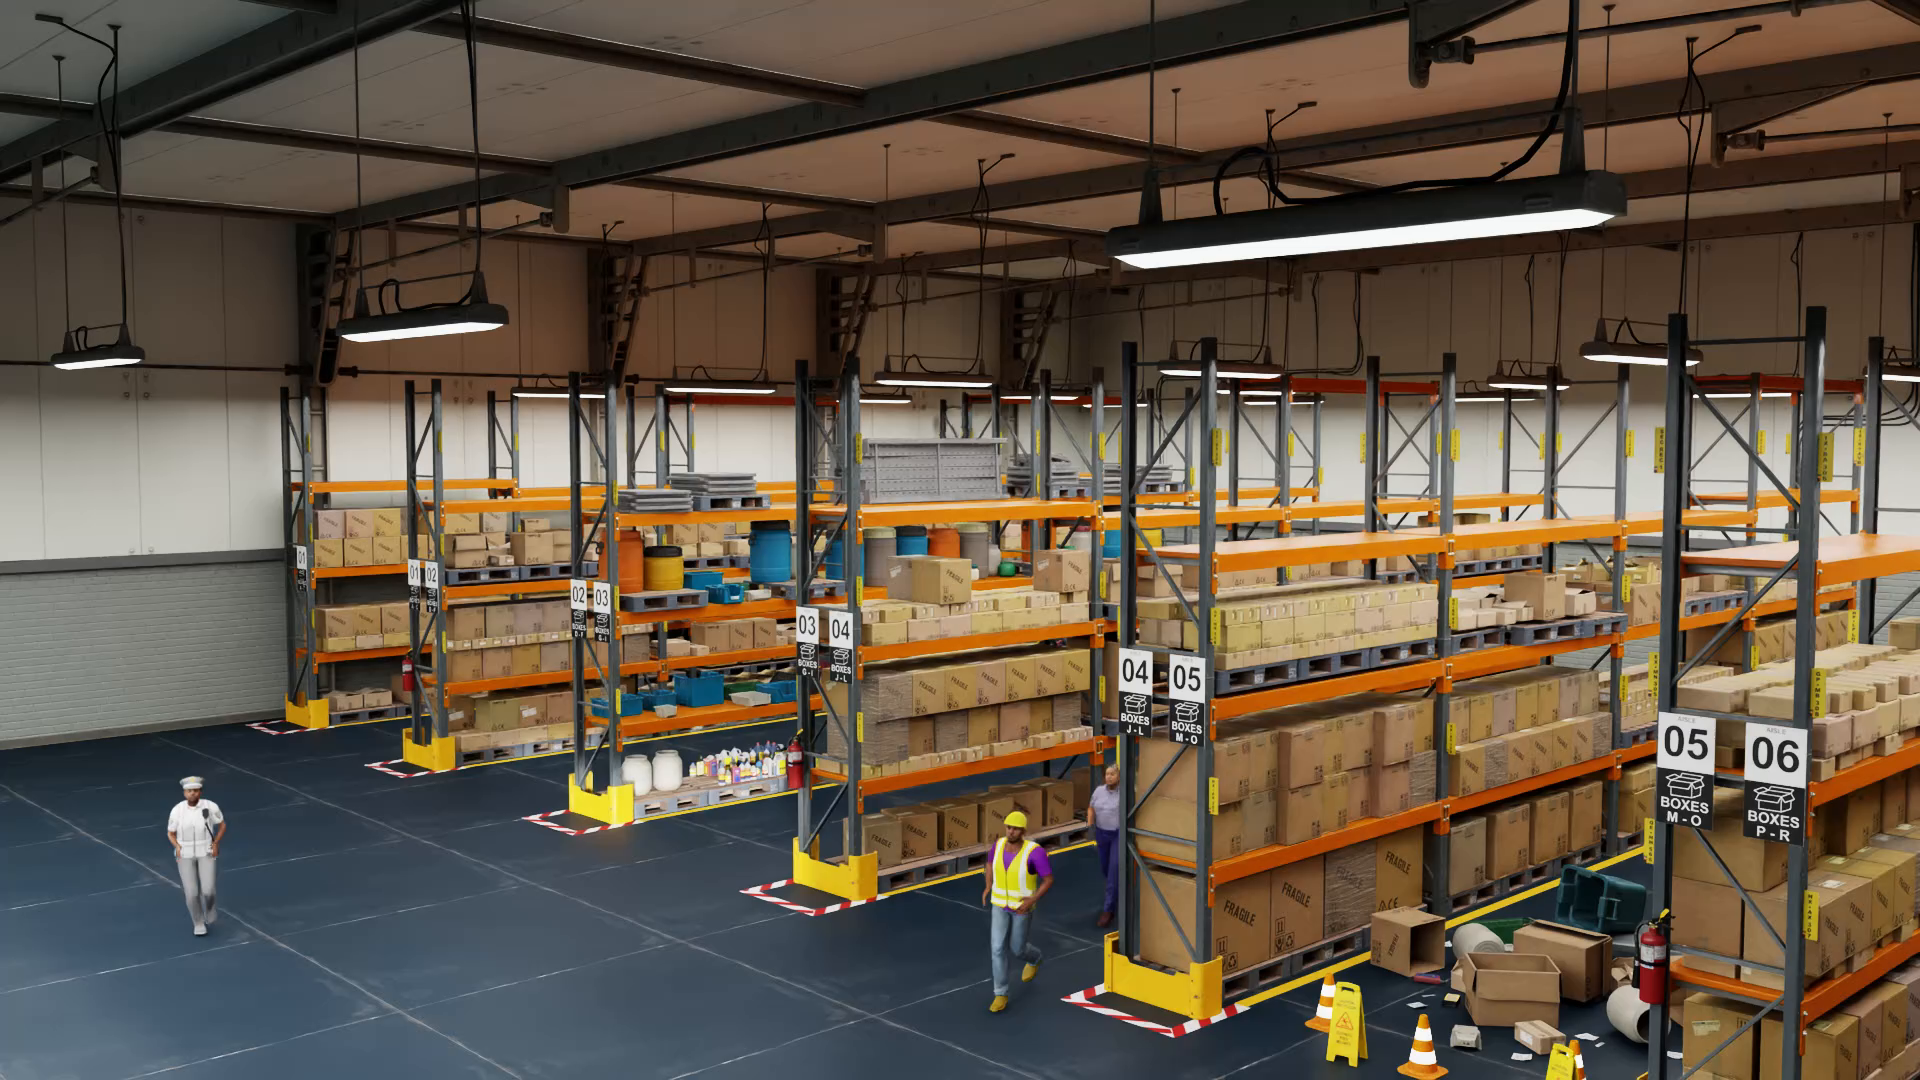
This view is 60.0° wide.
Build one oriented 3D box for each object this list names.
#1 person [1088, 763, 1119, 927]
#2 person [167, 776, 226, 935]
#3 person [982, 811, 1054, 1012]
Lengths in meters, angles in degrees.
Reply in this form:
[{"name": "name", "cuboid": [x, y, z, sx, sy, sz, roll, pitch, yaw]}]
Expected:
[{"name": "person", "cuboid": [1.646, 3.202, 17.767, 0.612, 1.650, 0.933, 2, 4, 32]}, {"name": "person", "cuboid": [-7.845, 3.241, 17.086, 0.550, 1.655, 0.524, -1, 4, -21]}, {"name": "person", "cuboid": [0.521, 3.332, 15.162, 0.710, 1.753, 0.872, 2, 4, 24]}]
